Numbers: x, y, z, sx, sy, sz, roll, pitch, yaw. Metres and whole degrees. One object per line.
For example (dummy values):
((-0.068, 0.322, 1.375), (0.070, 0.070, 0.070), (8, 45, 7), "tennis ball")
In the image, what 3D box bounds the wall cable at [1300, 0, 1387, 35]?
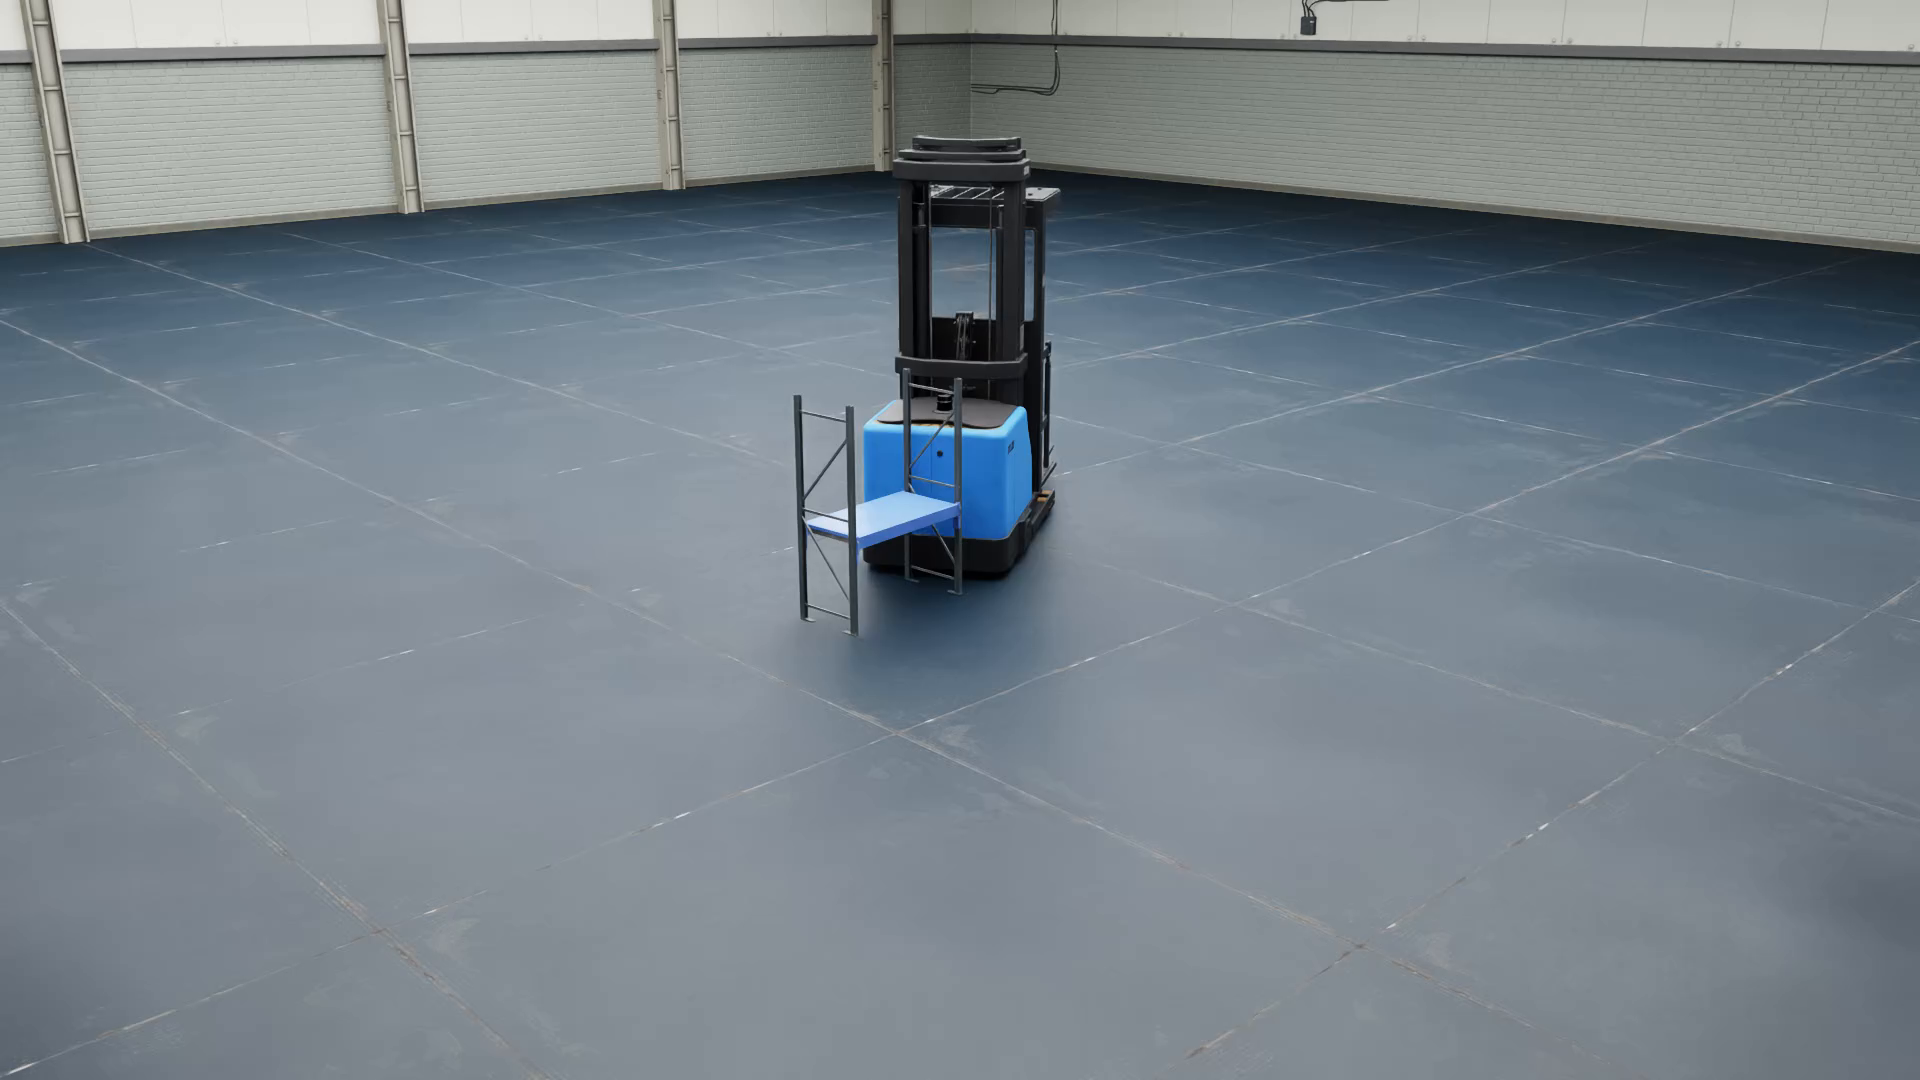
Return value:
((7.760, -12.925, 32.244), (0.169, 6.003, 2.305), (-16, 24, -41), "wall cable")

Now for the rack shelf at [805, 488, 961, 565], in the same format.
((-0.516, -0.099, 10.943), (0.538, 0.185, 1.000), (15, 23, 38), "rack shelf")

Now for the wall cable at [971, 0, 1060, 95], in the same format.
((1.249, -11.961, 39.820), (0.112, 2.526, 3.097), (-16, 24, -41), "wall cable")

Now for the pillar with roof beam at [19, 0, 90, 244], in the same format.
((-11.921, -8.331, 23.590), (0.400, 9.000, 9.100), (-16, 24, -41), "pillar with roof beam")

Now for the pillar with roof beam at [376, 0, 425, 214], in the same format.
((-7.561, -9.603, 27.511), (0.400, 9.000, 9.100), (-16, 24, -41), "pillar with roof beam")

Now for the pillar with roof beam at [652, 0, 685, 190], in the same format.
((-3.202, -10.874, 31.433), (0.400, 9.000, 9.100), (-16, 24, -41), "pillar with roof beam")

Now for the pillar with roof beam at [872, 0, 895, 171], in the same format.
((1.158, -12.145, 35.354), (0.400, 9.000, 9.100), (-16, 24, -41), "pillar with roof beam")

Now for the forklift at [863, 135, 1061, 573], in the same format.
((0.139, -1.582, 12.613), (1.130, 2.935, 3.031), (4, 18, 12), "forklift")

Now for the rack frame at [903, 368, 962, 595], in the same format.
((-0.186, -0.390, 11.255), (0.500, 1.500, 0.032), (15, 23, 38), "rack frame")

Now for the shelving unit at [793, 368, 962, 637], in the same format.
((-0.516, -0.270, 10.887), (0.538, 1.500, 1.048), (15, 23, 38), "shelving unit")

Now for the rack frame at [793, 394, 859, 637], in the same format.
((-0.847, -0.151, 10.520), (0.500, 1.500, 0.032), (15, 23, 38), "rack frame")
